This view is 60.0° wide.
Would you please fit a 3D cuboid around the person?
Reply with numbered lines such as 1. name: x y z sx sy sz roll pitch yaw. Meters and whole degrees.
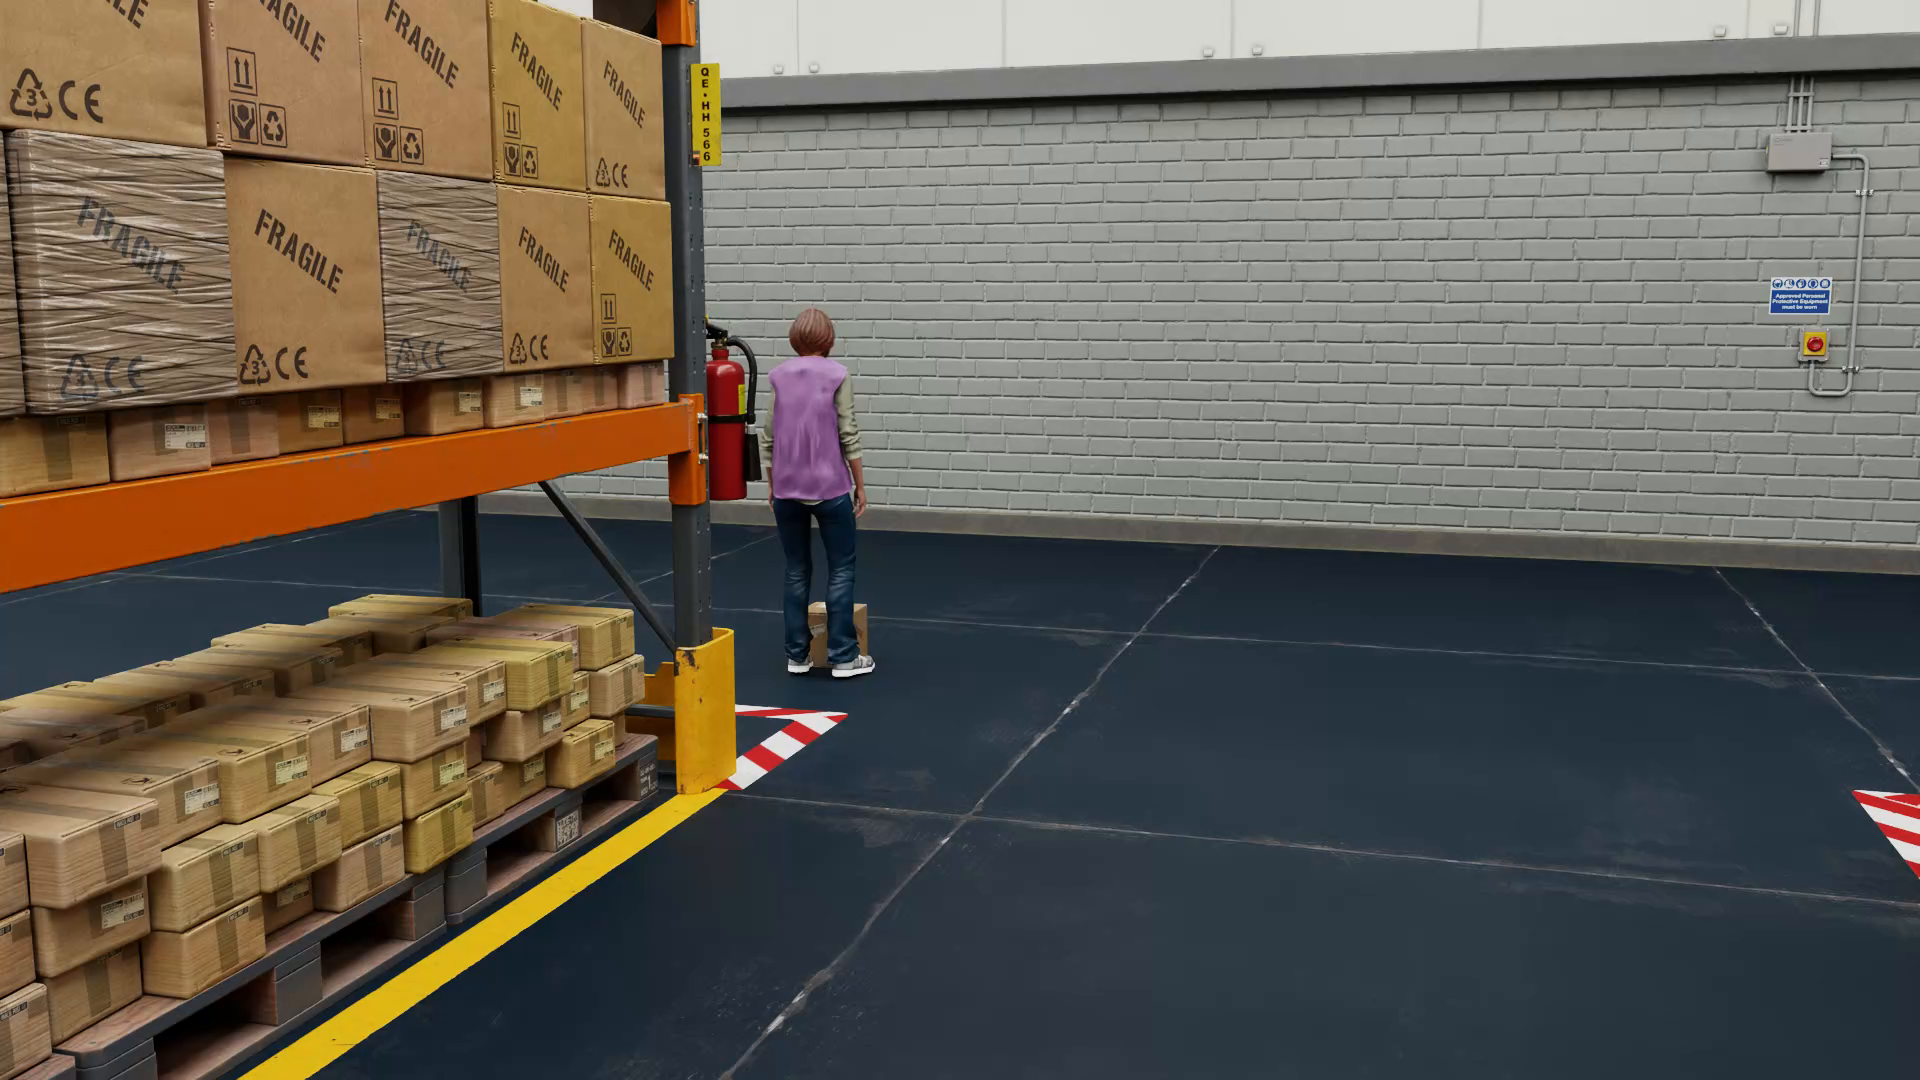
1. person: -0.629 -0.195 7.215 0.463 1.582 0.365 2 9 16
